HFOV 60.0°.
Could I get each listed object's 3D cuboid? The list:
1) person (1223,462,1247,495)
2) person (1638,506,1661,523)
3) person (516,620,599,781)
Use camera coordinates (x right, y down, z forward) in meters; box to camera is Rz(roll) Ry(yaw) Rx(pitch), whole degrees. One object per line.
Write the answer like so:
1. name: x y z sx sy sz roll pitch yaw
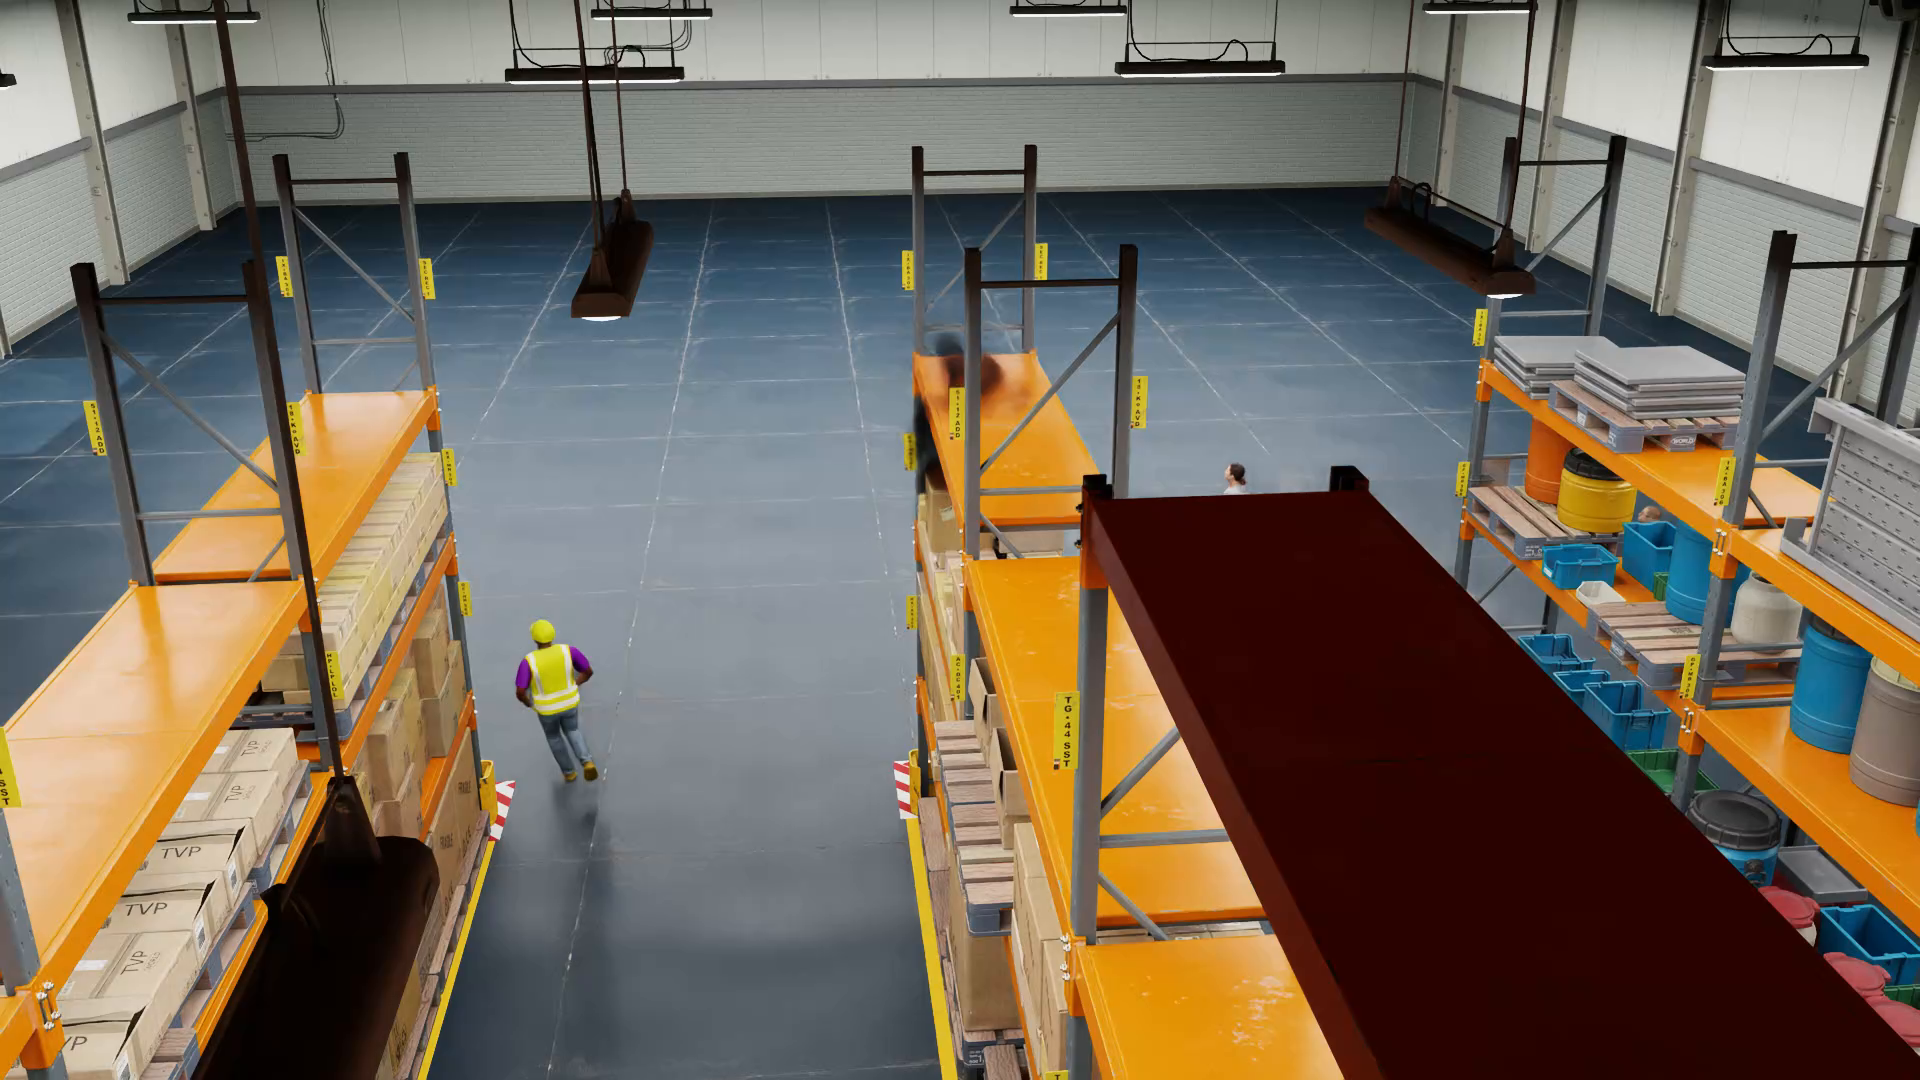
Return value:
1. person: 3.285 -0.109 19.667 0.950 1.675 0.577 7 23 18
2. person: 7.501 0.438 18.271 0.564 1.697 0.661 9 23 22
3. person: -3.758 1.544 15.437 0.719 1.751 0.682 -12 25 -28
